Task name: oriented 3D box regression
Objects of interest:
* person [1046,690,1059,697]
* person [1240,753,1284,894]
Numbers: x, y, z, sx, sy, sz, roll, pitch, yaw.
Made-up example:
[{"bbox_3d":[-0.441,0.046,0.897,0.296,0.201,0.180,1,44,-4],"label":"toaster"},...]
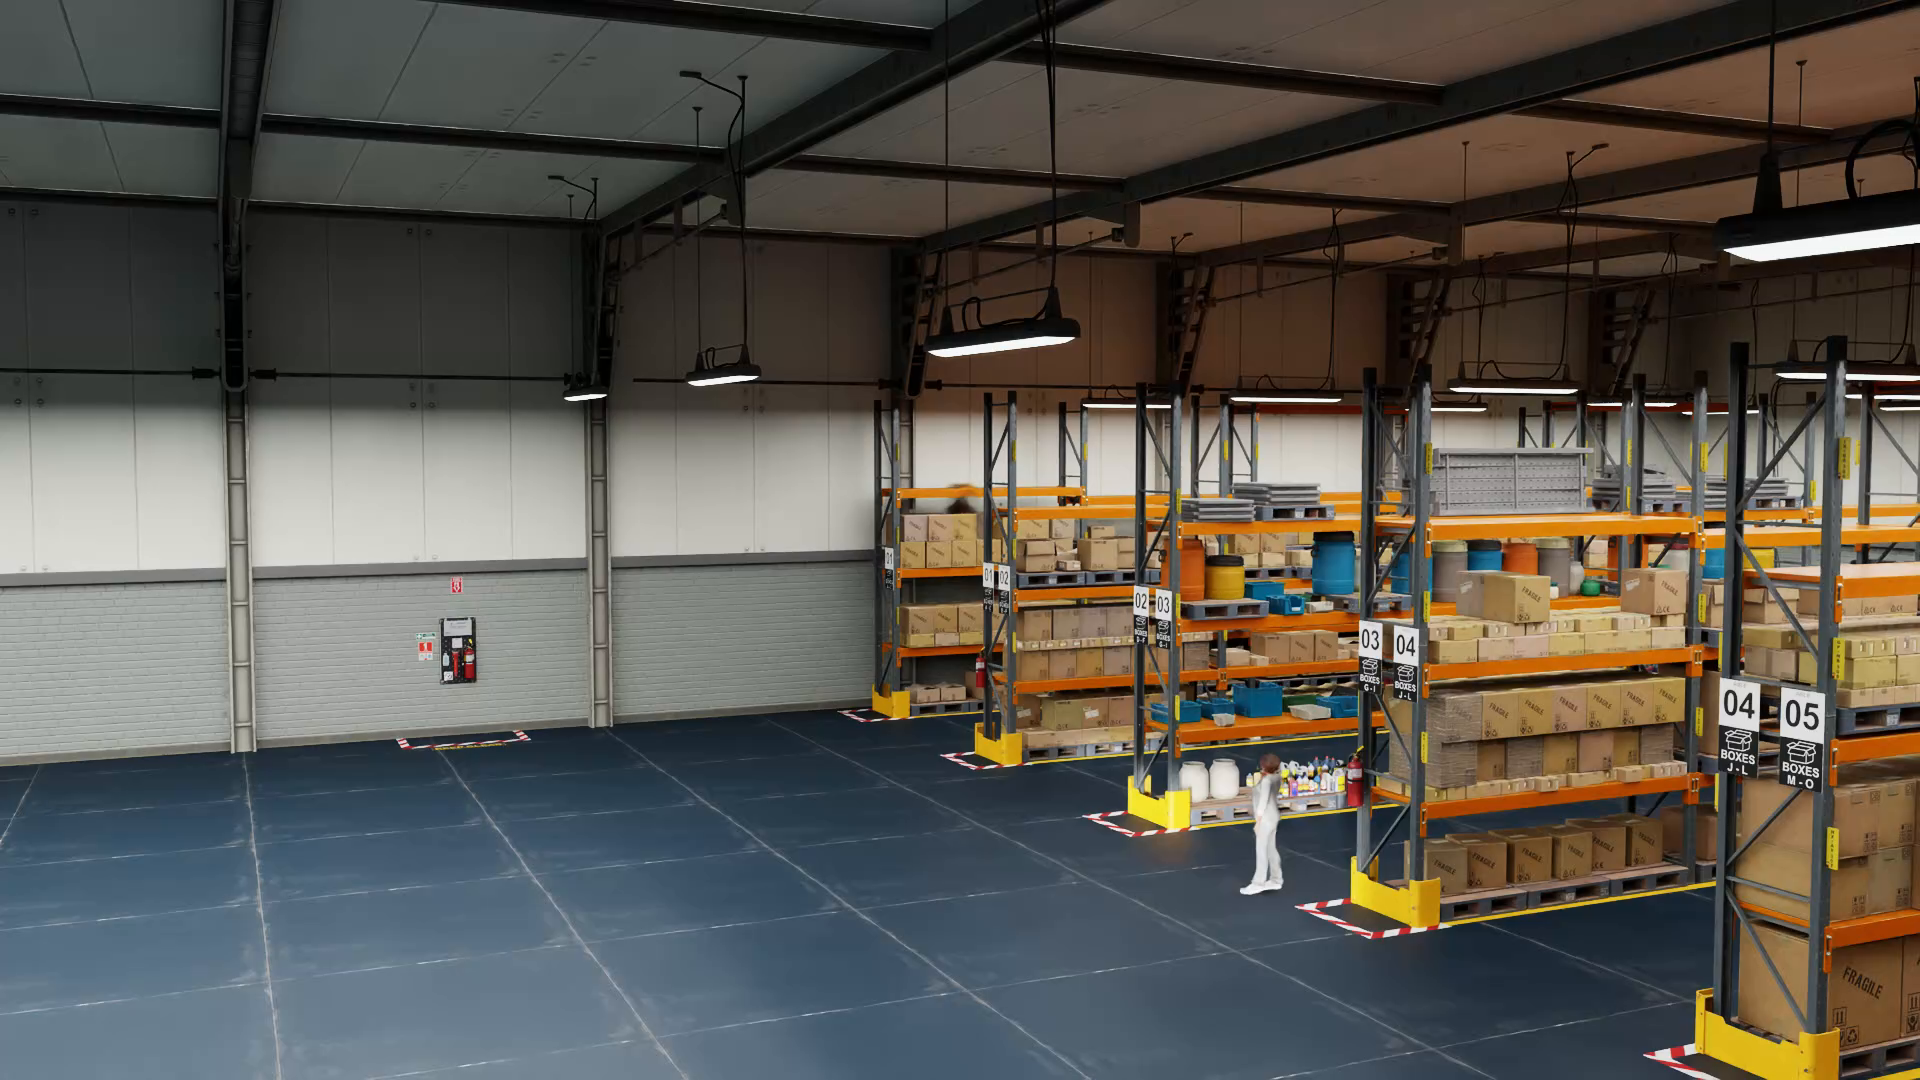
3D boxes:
[{"bbox_3d":[1.699,2.637,30.057,0.825,1.523,0.518,-2,4,-34],"label":"person"},{"bbox_3d":[3.481,3.254,19.132,0.492,1.616,0.433,1,3,11],"label":"person"}]
